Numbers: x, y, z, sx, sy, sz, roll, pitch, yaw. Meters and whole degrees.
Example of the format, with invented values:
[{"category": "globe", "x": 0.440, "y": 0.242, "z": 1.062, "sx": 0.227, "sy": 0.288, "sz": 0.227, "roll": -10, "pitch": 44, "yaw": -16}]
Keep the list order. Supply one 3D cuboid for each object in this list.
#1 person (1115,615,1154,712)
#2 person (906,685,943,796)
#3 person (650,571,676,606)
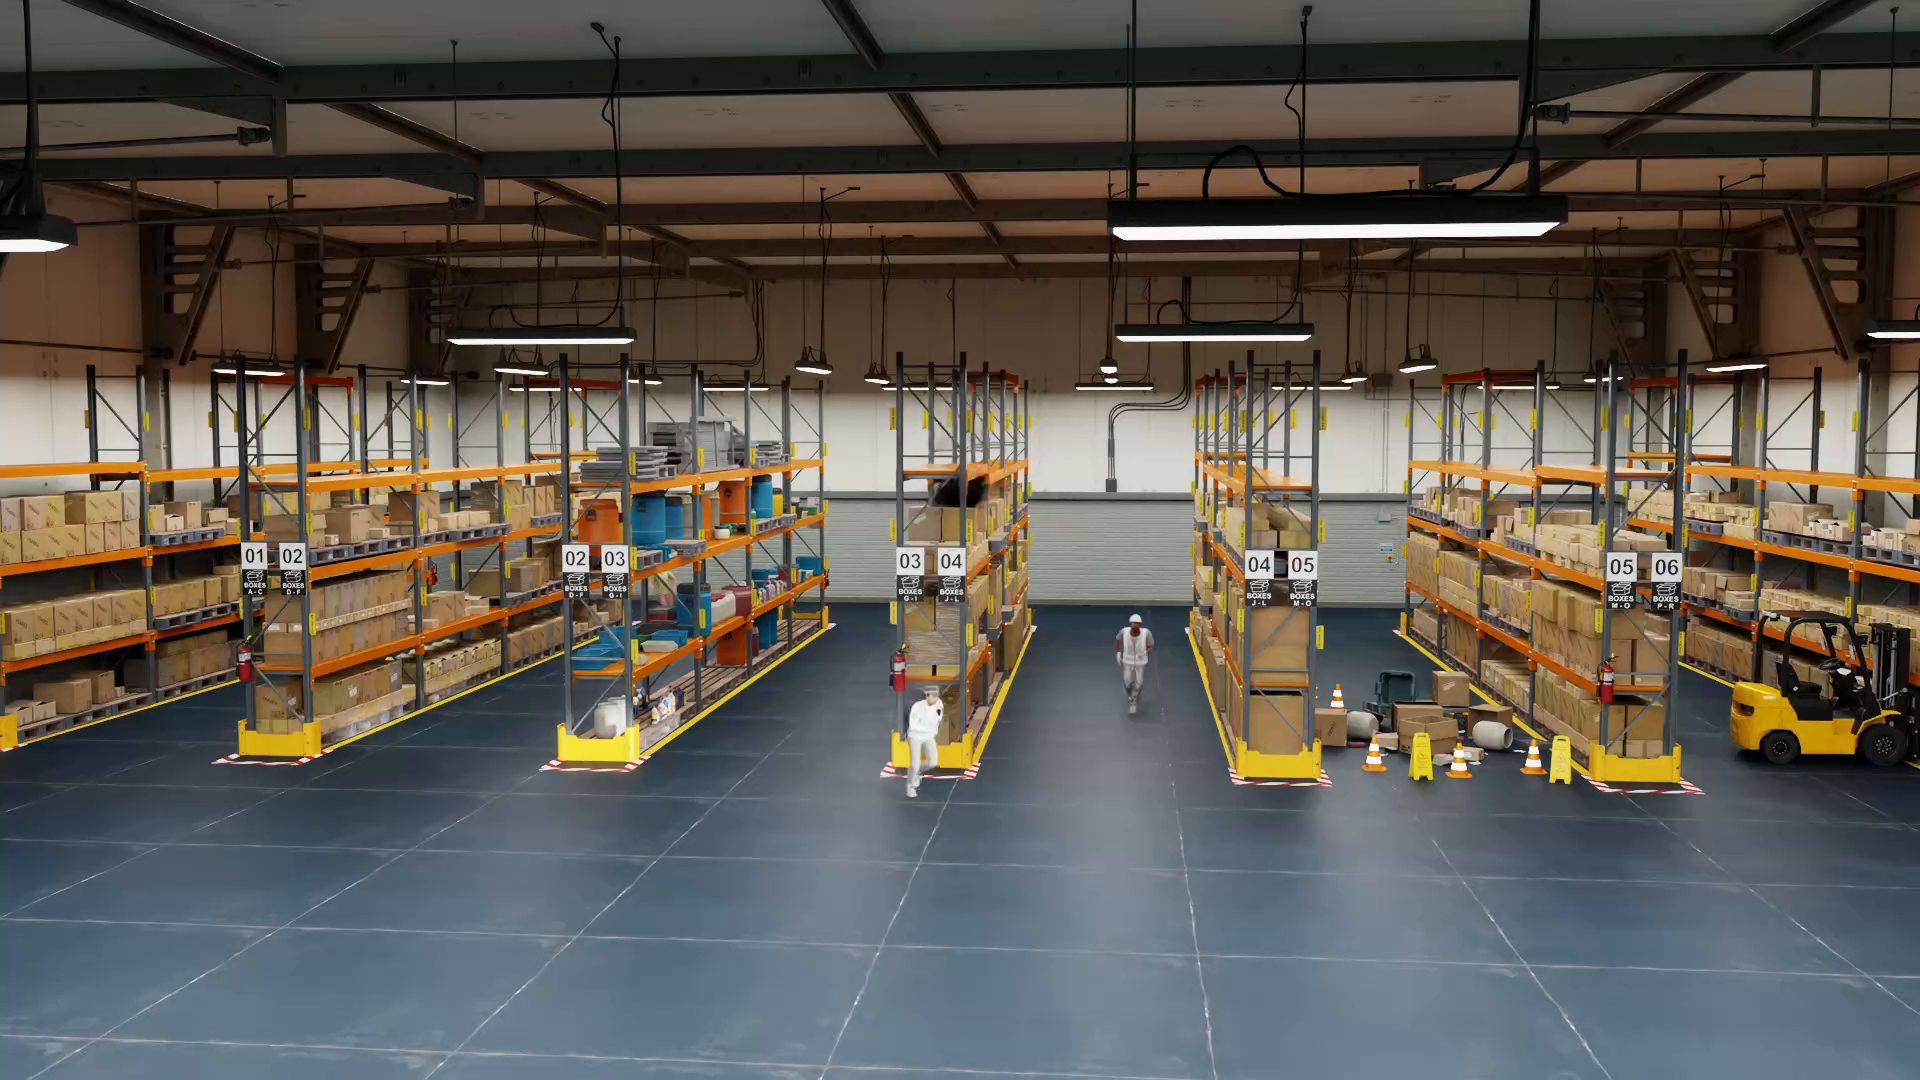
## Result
[{"category": "person", "x": 2.985, "y": 2.114, "z": 28.377, "sx": 0.647, "sy": 1.711, "sz": 0.684, "roll": 0, "pitch": 4, "yaw": 3}, {"category": "person", "x": -0.433, "y": 2.664, "z": 22.140, "sx": 0.630, "sy": 1.545, "sz": 0.798, "roll": -3, "pitch": 5, "yaw": -33}, {"category": "person", "x": -7.220, "y": 1.323, "z": 40.492, "sx": 0.630, "sy": 1.610, "sz": 0.528, "roll": -1, "pitch": 4, "yaw": -9}]
